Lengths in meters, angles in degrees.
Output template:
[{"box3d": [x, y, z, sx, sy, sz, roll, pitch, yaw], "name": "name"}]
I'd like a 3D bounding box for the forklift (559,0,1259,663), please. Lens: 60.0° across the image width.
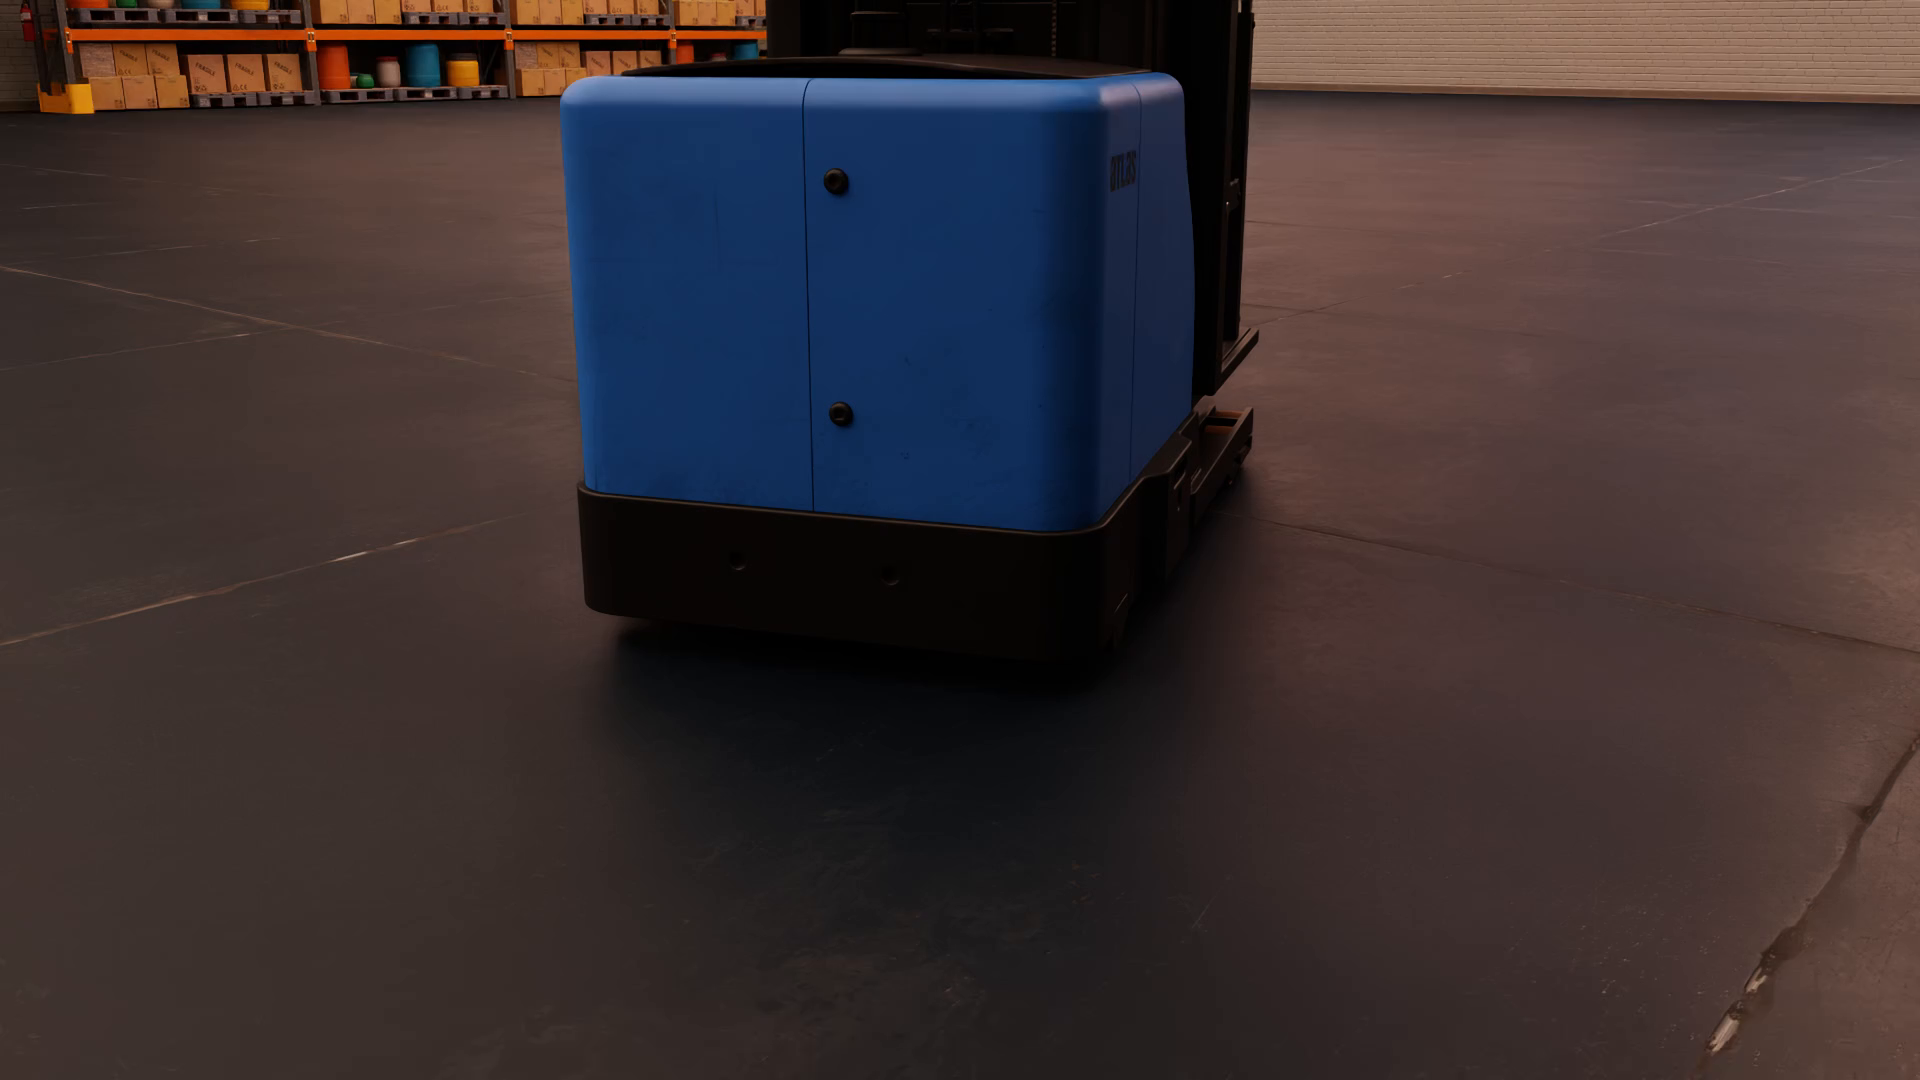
[{"box3d": [0.182, -1.571, 4.072, 1.130, 2.935, 3.031, 5, 18, 17], "name": "forklift"}]
